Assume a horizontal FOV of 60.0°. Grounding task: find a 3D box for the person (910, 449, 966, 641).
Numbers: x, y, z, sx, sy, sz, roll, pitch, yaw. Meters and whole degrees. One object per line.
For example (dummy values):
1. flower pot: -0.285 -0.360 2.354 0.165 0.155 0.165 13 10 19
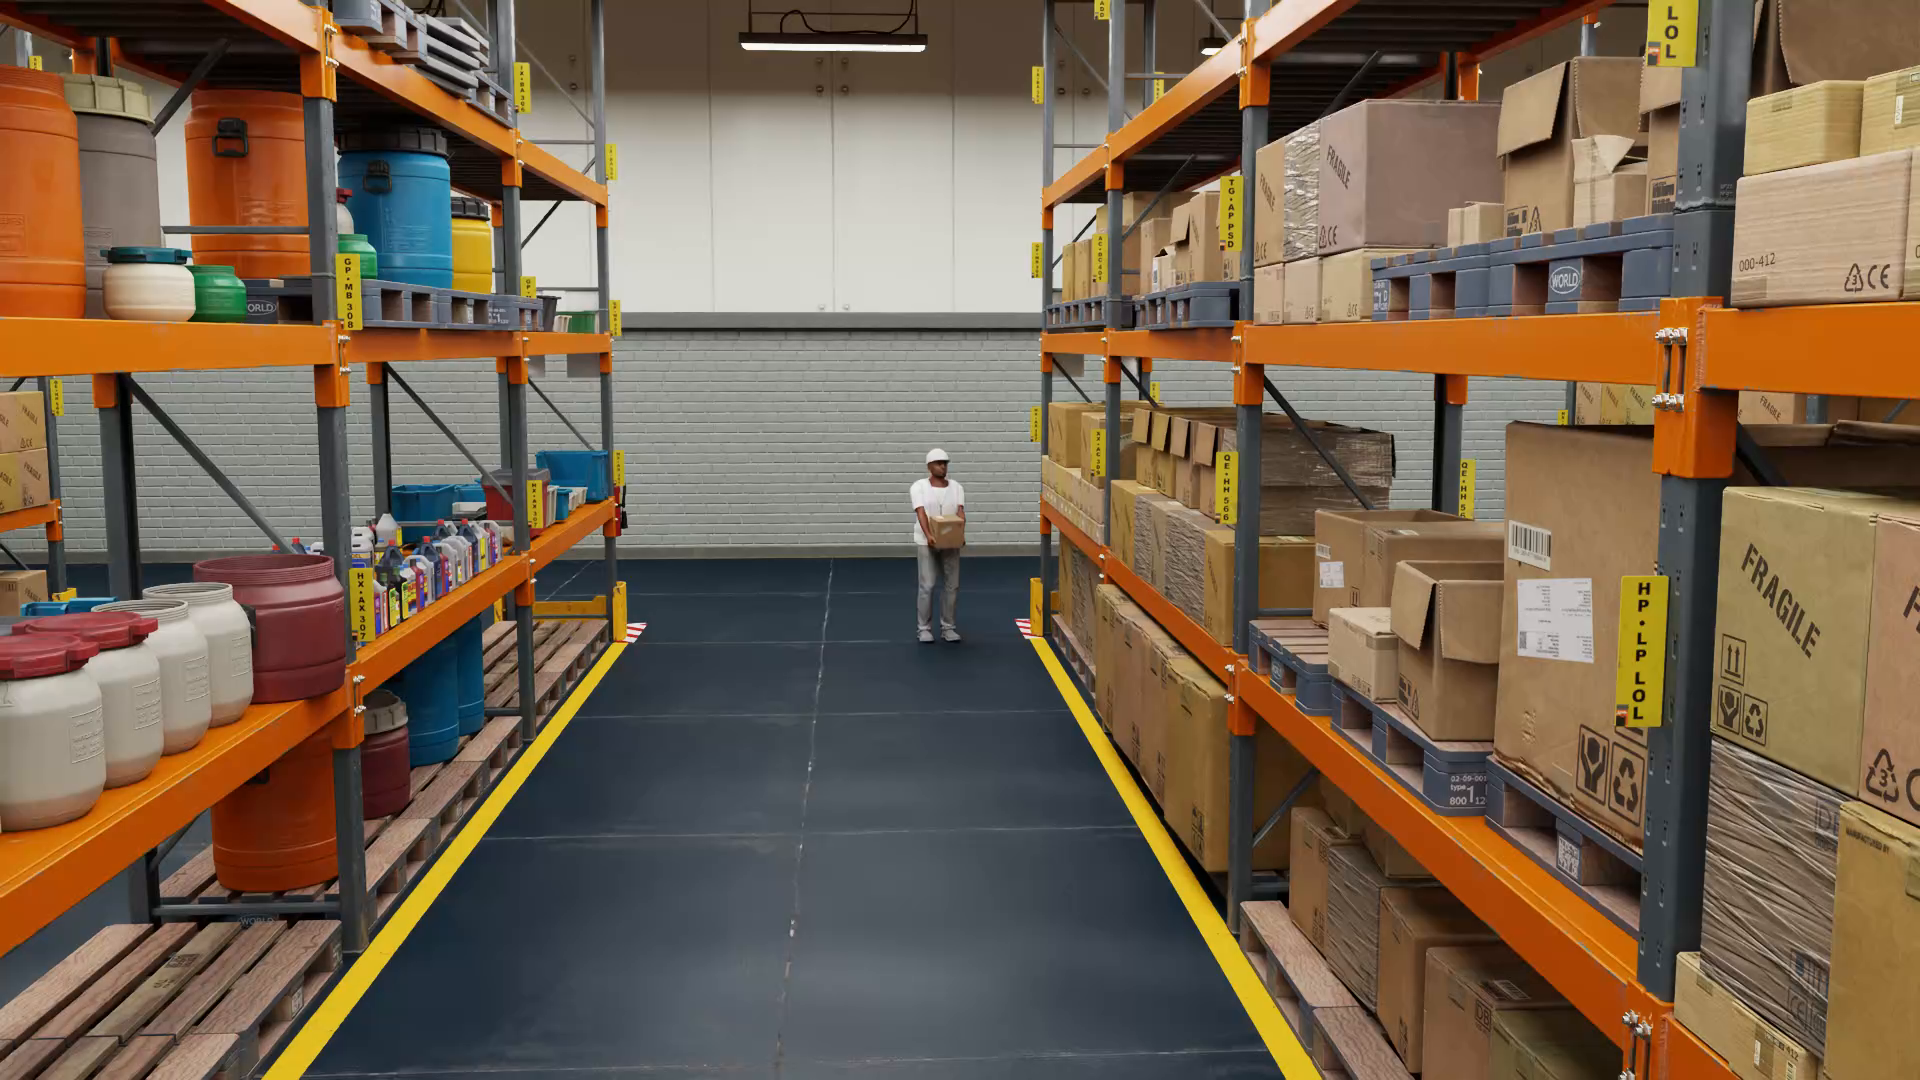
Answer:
1. person: -0.167 0.055 15.210 0.503 1.761 0.587 -2 7 -18
